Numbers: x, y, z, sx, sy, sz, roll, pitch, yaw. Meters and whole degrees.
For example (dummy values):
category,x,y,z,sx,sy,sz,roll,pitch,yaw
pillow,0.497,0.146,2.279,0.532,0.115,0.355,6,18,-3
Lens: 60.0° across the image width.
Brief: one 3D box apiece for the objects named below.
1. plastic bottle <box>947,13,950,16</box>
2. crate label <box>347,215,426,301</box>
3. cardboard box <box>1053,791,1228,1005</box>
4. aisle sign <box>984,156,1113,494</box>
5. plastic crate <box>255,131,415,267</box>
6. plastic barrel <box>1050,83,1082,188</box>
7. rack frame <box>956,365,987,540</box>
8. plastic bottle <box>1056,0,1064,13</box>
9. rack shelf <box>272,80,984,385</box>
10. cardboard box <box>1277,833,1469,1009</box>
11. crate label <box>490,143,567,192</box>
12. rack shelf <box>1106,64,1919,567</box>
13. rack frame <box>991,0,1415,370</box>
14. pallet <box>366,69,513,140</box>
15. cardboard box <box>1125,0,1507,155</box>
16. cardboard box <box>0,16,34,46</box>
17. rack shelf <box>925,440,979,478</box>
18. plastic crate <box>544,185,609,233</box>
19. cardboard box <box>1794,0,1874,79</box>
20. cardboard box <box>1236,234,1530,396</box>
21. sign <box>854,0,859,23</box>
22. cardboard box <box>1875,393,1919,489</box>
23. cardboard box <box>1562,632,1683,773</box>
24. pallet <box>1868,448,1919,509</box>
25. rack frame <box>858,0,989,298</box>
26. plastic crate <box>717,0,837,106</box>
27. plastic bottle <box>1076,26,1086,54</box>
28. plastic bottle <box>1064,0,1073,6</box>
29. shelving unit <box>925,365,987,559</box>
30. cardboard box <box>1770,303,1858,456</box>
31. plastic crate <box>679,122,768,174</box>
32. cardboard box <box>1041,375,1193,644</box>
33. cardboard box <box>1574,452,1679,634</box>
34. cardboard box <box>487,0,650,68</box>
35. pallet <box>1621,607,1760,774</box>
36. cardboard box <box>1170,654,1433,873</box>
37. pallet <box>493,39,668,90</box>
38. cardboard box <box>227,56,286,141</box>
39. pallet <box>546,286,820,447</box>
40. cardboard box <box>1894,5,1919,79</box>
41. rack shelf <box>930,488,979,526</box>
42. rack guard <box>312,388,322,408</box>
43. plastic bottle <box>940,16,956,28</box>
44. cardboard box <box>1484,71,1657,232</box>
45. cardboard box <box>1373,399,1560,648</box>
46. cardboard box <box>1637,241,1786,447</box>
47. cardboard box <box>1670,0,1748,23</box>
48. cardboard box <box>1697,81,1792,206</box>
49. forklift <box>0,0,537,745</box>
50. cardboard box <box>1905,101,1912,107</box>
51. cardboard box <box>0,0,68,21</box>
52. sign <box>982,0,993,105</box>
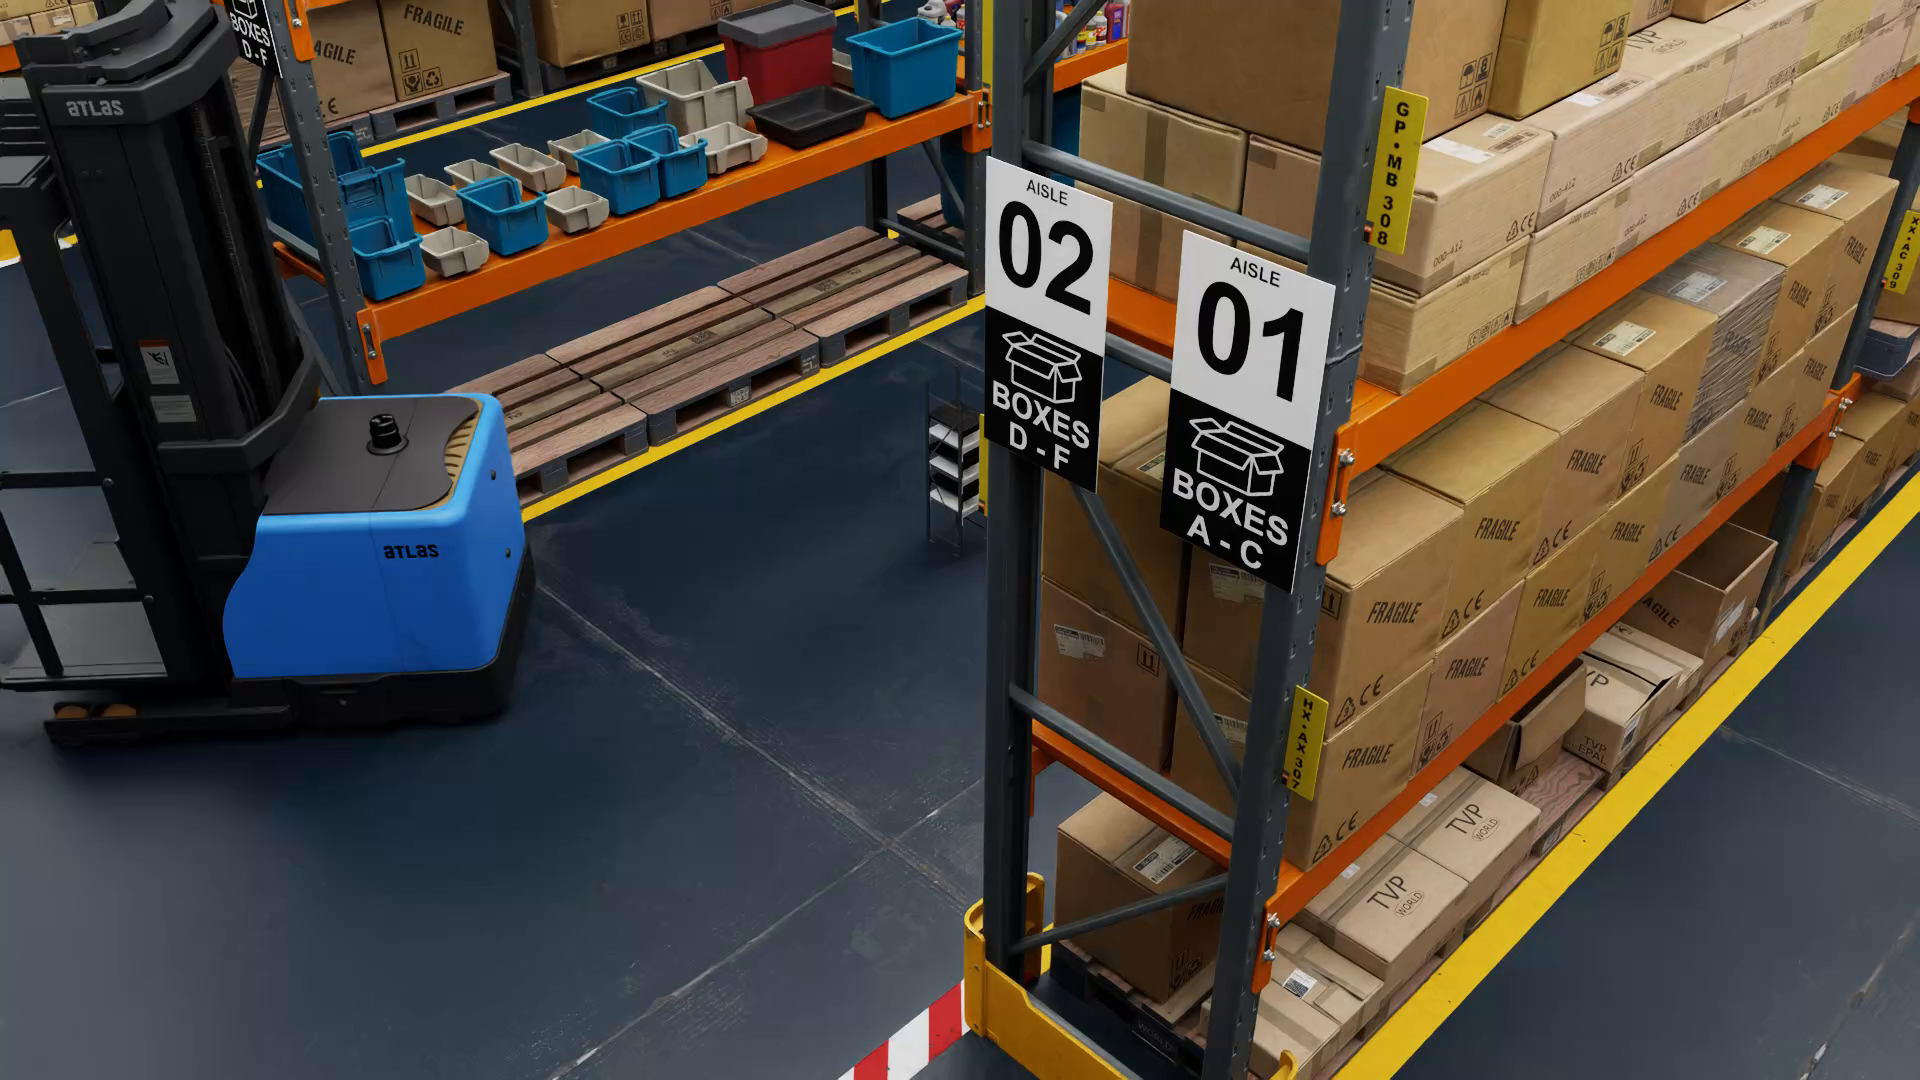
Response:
category,x,y,z,sx,sy,sz,roll,pitch,yaw
plastic bottle,-0.114,-3.245,10.454,0.097,0.201,0.097,0,35,0
crate label,-2.635,-1.278,7.554,0.416,0.233,0.303,30,45,35
cardboard box,0.678,1.169,5.753,0.500,0.500,0.500,30,45,35
aisle sign,0.205,-0.518,4.098,0.394,0.787,0.004,30,45,35
plastic crate,-2.939,-1.605,7.845,0.616,0.435,0.499,30,45,35
plastic barrel,0.670,-2.791,11.097,0.600,0.901,0.708,30,45,35
rack frame,0.066,-0.407,8.047,0.240,0.900,0.006,30,45,35
plastic bottle,0.633,-3.580,10.874,0.097,0.271,0.097,0,35,0
rack shelf,-1.633,-1.871,8.939,1.077,0.370,4.000,30,45,35
cardboard box,1.407,1.282,5.809,0.500,0.250,0.500,30,45,35
crate label,-2.203,-1.909,8.544,0.396,0.136,0.243,30,45,35
rack shelf,1.879,-1.103,5.217,1.077,0.370,4.000,30,45,35
rack frame,0.470,-1.817,2.989,1.000,3.000,0.127,30,45,35
pallet,-4.330,-3.553,13.160,1.003,0.211,1.213,30,45,35
cardboard box,0.821,-1.253,3.841,0.700,0.500,0.500,30,45,35
cardboard box,-6.073,-3.258,10.520,0.250,0.149,0.380,-29,44,-35
rack shelf,-0.006,-0.412,7.955,0.258,0.077,0.200,30,45,35
plastic crate,-1.872,-1.610,8.115,0.250,0.136,0.298,30,45,35
cardboard box,2.430,-1.643,5.056,0.500,0.250,0.500,30,45,35
cardboard box,1.013,-0.631,4.042,0.500,0.250,0.500,30,45,35
sign,-0.613,-3.314,10.138,0.100,0.325,0.005,30,45,35
cardboard box,4.527,-0.654,8.366,0.500,0.500,0.500,-29,44,-35
cardboard box,2.560,0.592,6.744,0.500,0.311,0.500,30,45,35
pallet,4.694,-0.679,9.040,1.003,0.211,1.213,30,45,35
rack frame,-0.224,-2.978,9.898,1.000,3.000,0.127,30,45,35
plastic crate,-1.031,-2.767,9.488,0.402,0.464,0.583,30,45,35
plastic bottle,0.731,-3.144,10.249,0.097,0.271,0.097,0,35,0
plastic bottle,0.695,-3.719,11.069,0.152,0.276,0.135,30,45,35
shelving unit,-0.006,-0.366,7.988,0.258,0.900,0.210,30,45,35
cardboard box,3.118,-0.715,6.565,0.500,0.500,0.500,-29,44,-35
plastic crate,-1.238,-2.066,8.769,0.293,0.136,0.466,30,45,35
cardboard box,0.589,-0.099,4.808,0.500,0.500,0.500,29,44,35
cardboard box,2.039,-0.088,5.666,0.500,0.500,0.500,-29,44,-35
cardboard box,-3.302,-4.543,13.632,1.225,0.875,0.875,30,45,35
pallet,2.804,0.442,7.432,1.003,0.211,1.213,30,45,35
cardboard box,0.970,0.529,4.782,0.500,0.500,0.500,-29,44,-35
pallet,-3.249,-4.174,14.051,1.003,0.211,1.213,30,45,35
cardboard box,-5.522,-3.313,11.868,0.875,0.875,0.875,30,45,35
pallet,-1.574,-1.022,9.531,1.003,0.211,1.213,30,45,35
cardboard box,3.135,-1.844,5.781,0.500,0.250,0.500,30,45,35
rack shelf,-0.006,-0.191,8.110,0.258,0.077,0.200,30,45,35
rack guard,-3.050,-0.314,8.263,1.175,0.500,0.348,30,45,35
plastic bottle,-0.074,-3.144,10.310,0.097,0.201,0.097,0,35,0
cardboard box,1.374,-1.034,4.182,0.500,0.250,0.500,30,45,35
cardboard box,1.333,-0.097,4.805,0.500,0.500,0.500,-29,44,-35
cardboard box,2.402,-0.708,5.682,0.500,0.500,0.500,-30,44,-35
cardboard box,1.928,-1.833,4.673,0.700,0.500,0.500,30,45,35
cardboard box,2.073,-1.238,4.912,0.500,0.250,0.500,30,45,35
forklift,-3.483,-0.650,6.620,3.031,2.935,1.130,-2,35,-3
cardboard box,4.489,-1.935,7.948,0.700,0.500,0.500,18,39,24
cardboard box,-6.027,-3.497,10.513,0.500,0.250,0.500,28,44,34
sign,0.090,-1.182,3.926,0.100,0.325,0.005,30,45,35
